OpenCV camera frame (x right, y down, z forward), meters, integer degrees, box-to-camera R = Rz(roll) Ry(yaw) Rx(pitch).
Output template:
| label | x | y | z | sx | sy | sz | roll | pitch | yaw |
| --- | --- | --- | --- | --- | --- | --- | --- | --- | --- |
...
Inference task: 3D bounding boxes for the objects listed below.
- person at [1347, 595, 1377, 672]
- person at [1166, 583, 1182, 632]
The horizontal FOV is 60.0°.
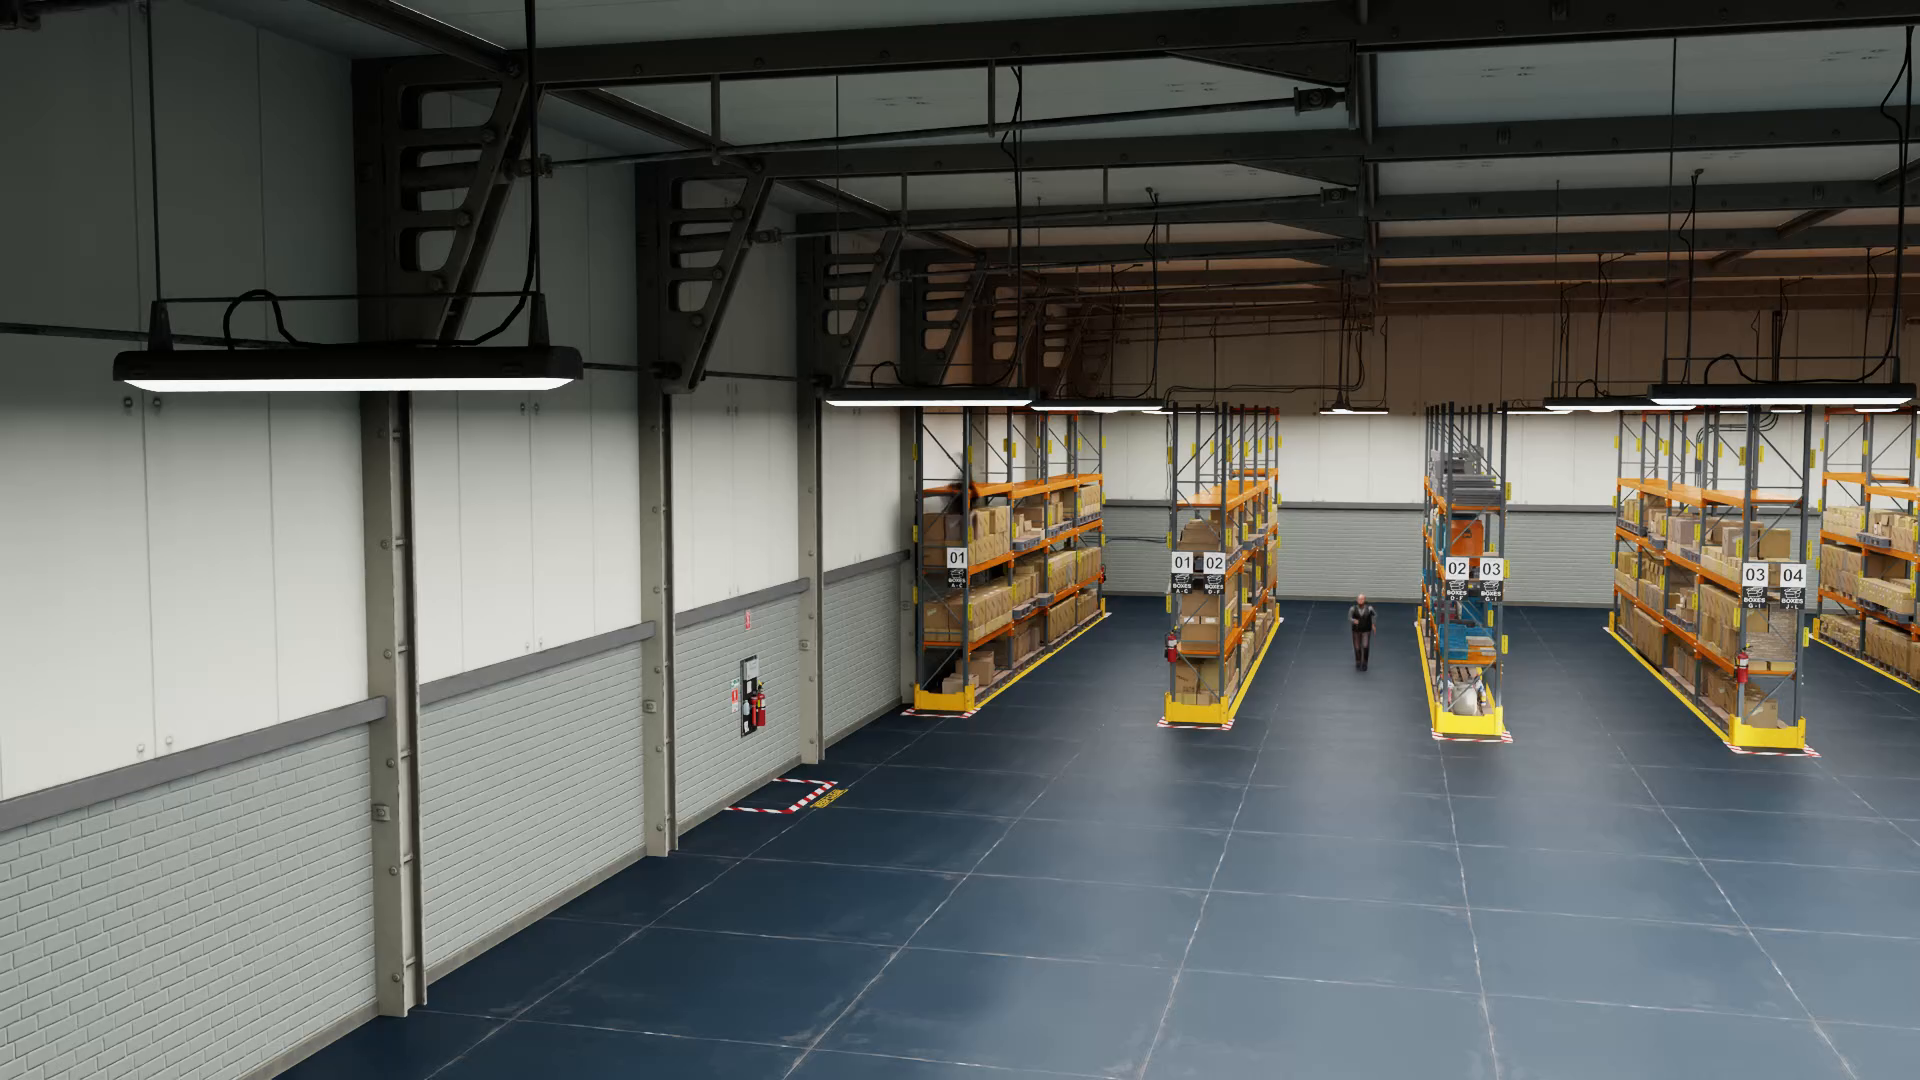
| label | x | y | z | sx | sy | sz | roll | pitch | yaw |
| --- | --- | --- | --- | --- | --- | --- | --- | --- | --- |
| person | 9.046 | 2.104 | 37.460 | 0.633 | 1.754 | 0.812 | 1 | 4 | 16 |
| person | 5.783 | 1.675 | 44.388 | 0.548 | 1.569 | 0.632 | 0 | 4 | 7 |
